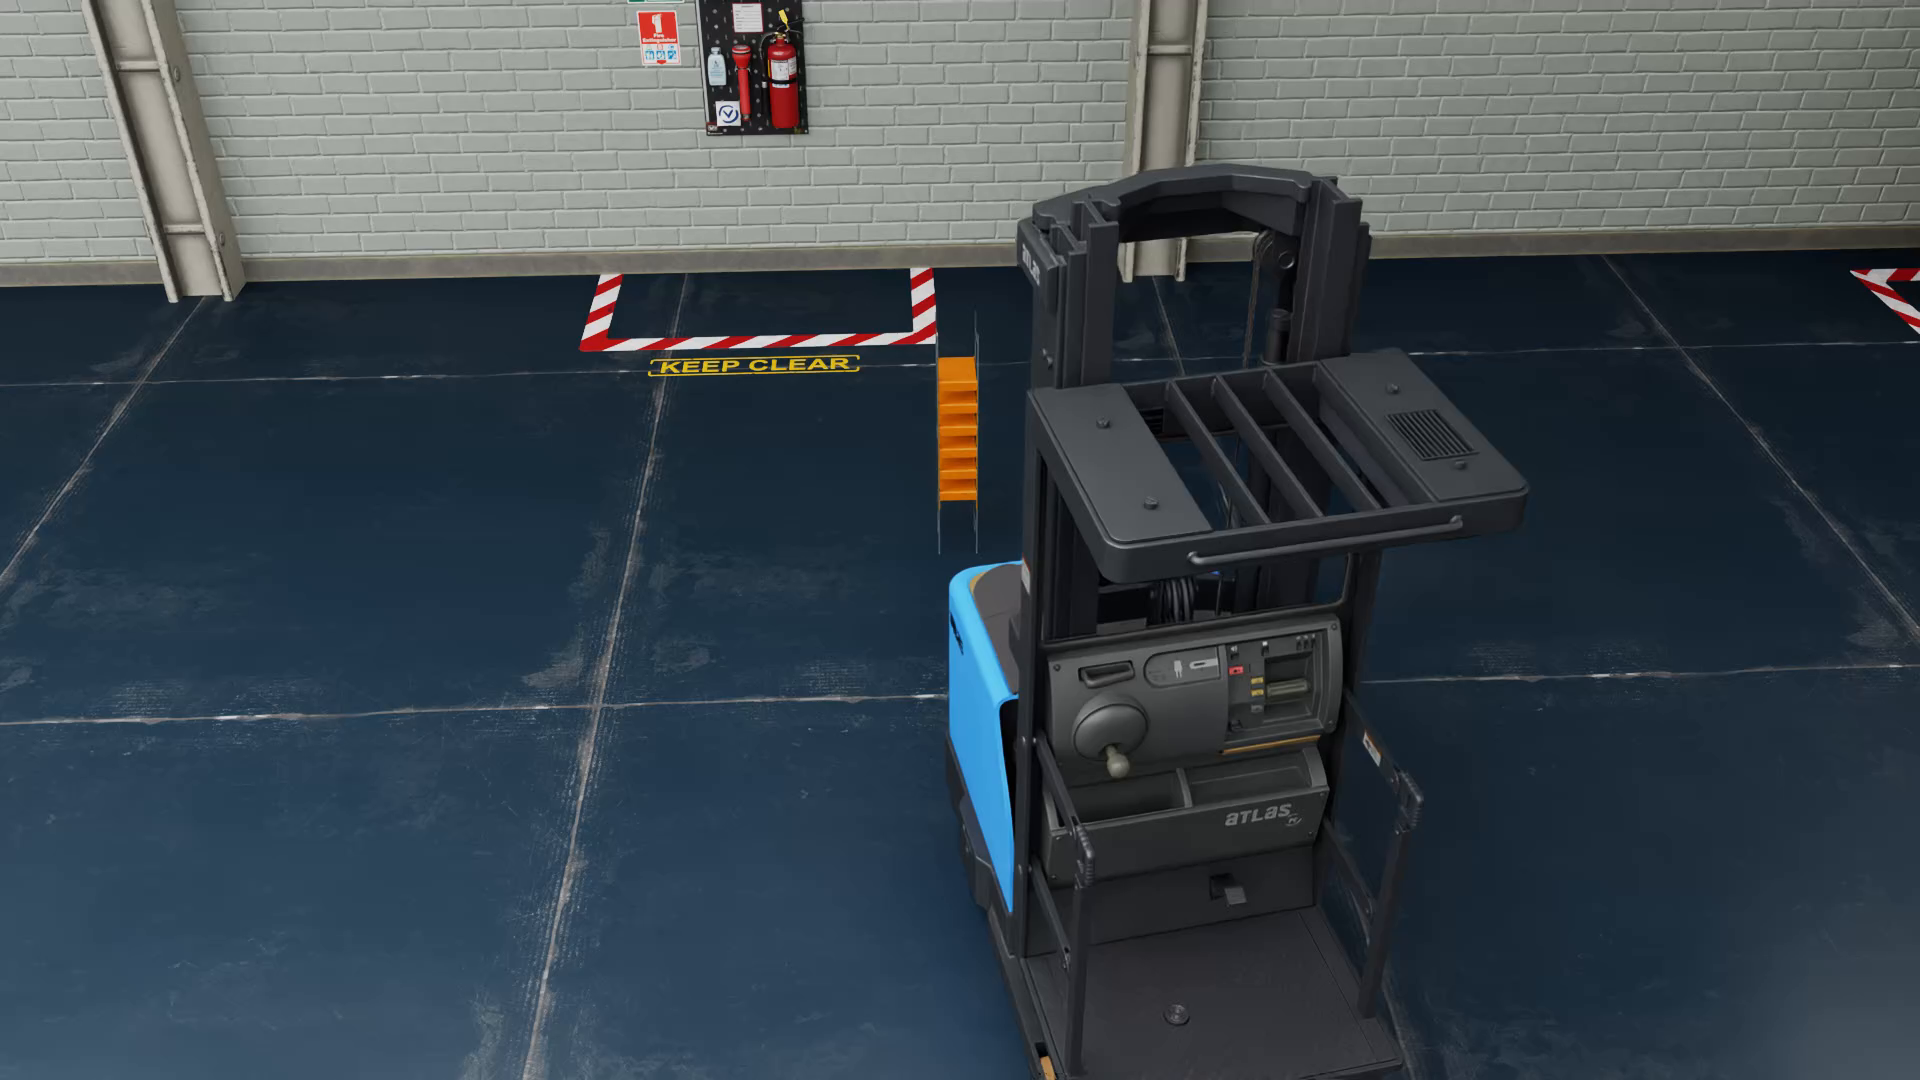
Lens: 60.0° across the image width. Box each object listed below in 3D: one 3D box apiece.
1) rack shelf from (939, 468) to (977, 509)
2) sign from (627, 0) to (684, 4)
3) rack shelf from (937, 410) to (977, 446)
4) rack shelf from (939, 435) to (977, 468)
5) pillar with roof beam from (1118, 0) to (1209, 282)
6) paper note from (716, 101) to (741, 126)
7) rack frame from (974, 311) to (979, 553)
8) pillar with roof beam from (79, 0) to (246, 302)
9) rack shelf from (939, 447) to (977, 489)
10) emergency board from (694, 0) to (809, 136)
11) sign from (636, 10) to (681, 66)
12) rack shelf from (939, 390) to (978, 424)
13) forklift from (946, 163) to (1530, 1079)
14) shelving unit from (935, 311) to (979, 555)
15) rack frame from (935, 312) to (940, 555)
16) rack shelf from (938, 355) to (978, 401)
[{"bbox_3d":[-0.014,-0.259,8.070,0.180,0.103,0.258,-2,35,-2],"label":"rack shelf"},{"bbox_3d":[-1.786,-3.200,9.742,0.331,0.109,0.001,-2,35,-2],"label":"sign"},{"bbox_3d":[-0.014,-0.555,7.865,0.180,0.103,0.258,-2,35,-2],"label":"rack shelf"},{"bbox_3d":[-0.014,-0.456,7.933,0.180,0.103,0.258,-2,35,-2],"label":"rack shelf"},{"bbox_3d":[1.440,-2.994,4.668,0.400,9.000,9.100,-2,35,-2],"label":"pillar with roof beam"},{"bbox_3d":[-1.414,-2.601,10.147,0.142,0.148,0.016,-2,35,-2],"label":"paper note"},{"bbox_3d":[0.077,-0.495,7.912,0.006,1.200,0.240,-2,35,-2],"label":"rack frame"},{"bbox_3d":[-4.553,-2.832,4.435,0.400,9.000,9.100,-2,35,-2],"label":"pillar with roof beam"},{"bbox_3d":[-0.014,-0.358,8.002,0.180,0.103,0.258,-2,35,-2],"label":"rack shelf"},{"bbox_3d":[-1.234,-2.929,9.847,0.643,1.169,0.194,-2,35,-2],"label":"emergency board"},{"bbox_3d":[-1.791,-2.988,9.900,0.234,0.329,0.001,-2,35,-2],"label":"sign"},{"bbox_3d":[-0.014,-0.654,7.797,0.180,0.103,0.258,-2,35,-2],"label":"rack shelf"},{"bbox_3d":[0.773,0.541,4.893,1.130,2.935,3.031,-7,35,-11],"label":"forklift"},{"bbox_3d":[-0.014,-0.493,7.908,0.189,1.200,0.258,-2,35,-2],"label":"shelving unit"},{"bbox_3d":[-0.106,-0.491,7.904,0.006,1.200,0.240,-2,35,-2],"label":"rack frame"},{"bbox_3d":[-0.014,-0.752,7.728,0.180,0.103,0.258,-2,35,-2],"label":"rack shelf"}]
